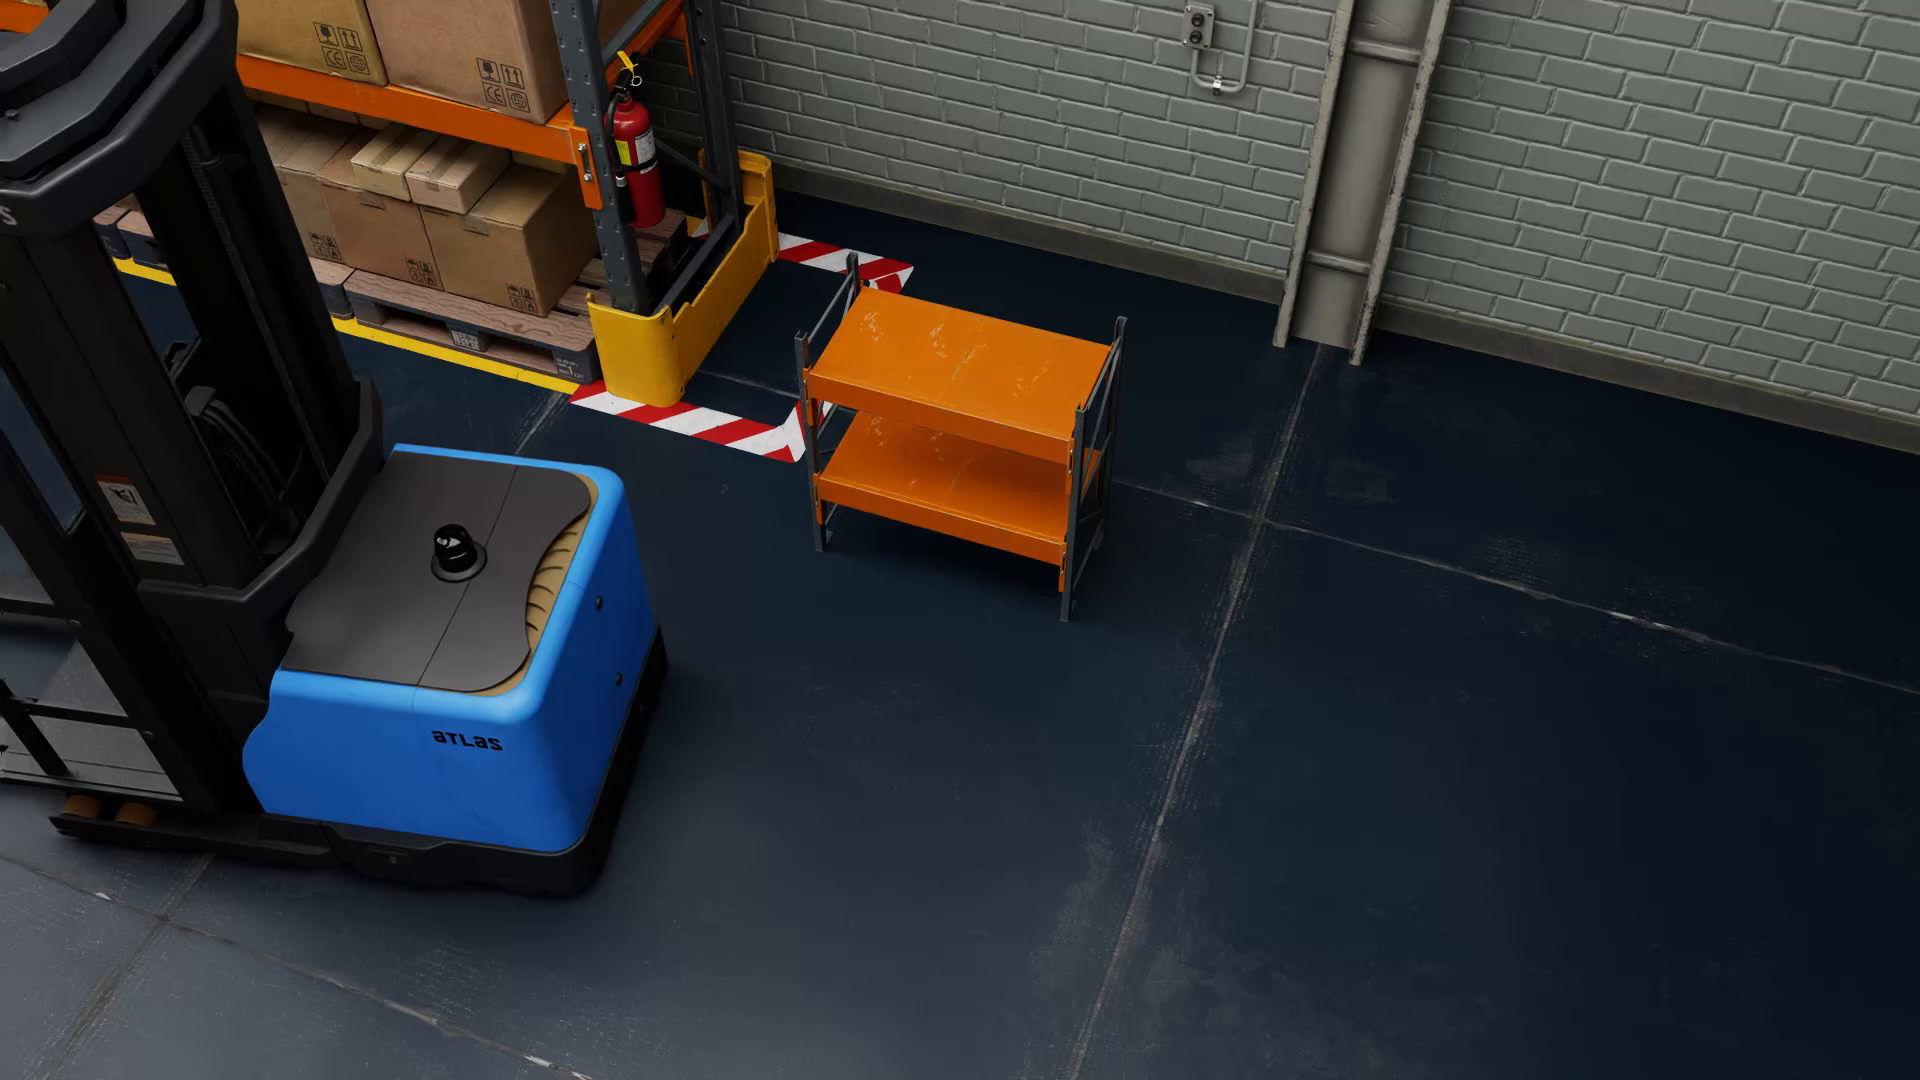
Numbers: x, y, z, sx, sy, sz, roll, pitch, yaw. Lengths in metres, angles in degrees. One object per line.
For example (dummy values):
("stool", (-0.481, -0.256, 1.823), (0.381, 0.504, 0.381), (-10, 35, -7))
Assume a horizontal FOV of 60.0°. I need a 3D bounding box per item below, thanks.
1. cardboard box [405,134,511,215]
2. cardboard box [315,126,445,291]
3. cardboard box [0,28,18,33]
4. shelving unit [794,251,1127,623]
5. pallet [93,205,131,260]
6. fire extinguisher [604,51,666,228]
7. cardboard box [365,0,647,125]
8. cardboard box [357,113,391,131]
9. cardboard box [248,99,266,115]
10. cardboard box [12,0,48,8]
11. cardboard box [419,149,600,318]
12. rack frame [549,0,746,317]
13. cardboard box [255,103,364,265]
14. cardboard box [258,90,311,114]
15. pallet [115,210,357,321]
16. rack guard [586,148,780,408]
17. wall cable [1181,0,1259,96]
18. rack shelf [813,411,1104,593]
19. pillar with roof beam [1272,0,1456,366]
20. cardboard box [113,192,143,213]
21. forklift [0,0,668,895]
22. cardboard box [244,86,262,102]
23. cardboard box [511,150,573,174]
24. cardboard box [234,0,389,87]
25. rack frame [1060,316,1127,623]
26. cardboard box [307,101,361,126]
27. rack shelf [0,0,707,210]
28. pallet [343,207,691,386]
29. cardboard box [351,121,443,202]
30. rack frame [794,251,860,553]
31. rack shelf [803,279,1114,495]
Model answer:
("cardboard box", (-2.085, -1.546, 6.918), (0.250, 0.149, 0.380), (15, 51, 13))
("cardboard box", (-2.371, -1.560, 7.360), (0.500, 0.500, 0.700), (15, 51, 13))
("cardboard box", (-4.363, -2.487, 7.734), (0.250, 0.149, 0.380), (15, 51, 13))
("shelving unit", (0.006, -0.367, 6.190), (1.048, 1.125, 0.538), (16, 51, 13))
("pallet", (-4.276, -1.877, 8.104), (1.213, 0.211, 1.003), (16, 51, 13))
("fire extinguisher", (-1.228, -1.484, 6.215), (0.183, 0.674, 0.296), (16, 51, 13))
("cardboard box", (-1.692, -2.222, 6.359), (0.700, 0.700, 0.980), (18, 51, 15))
("cardboard box", (-2.425, -1.948, 7.267), (0.250, 0.149, 0.380), (16, 51, 13))
("cardboard box", (-3.345, -1.826, 7.590), (0.500, 0.500, 0.700), (17, 51, 14))
("cardboard box", (-3.776, -2.795, 6.855), (0.700, 0.700, 0.980), (14, 51, 12))
("cardboard box", (-1.901, -1.429, 7.246), (0.500, 0.500, 0.700), (16, 51, 13))
("rack frame", (-1.210, -1.998, 6.363), (0.127, 3.000, 1.000), (16, 51, 13))
("cardboard box", (-2.843, -1.691, 7.474), (0.500, 0.500, 0.700), (14, 51, 12))
("cardboard box", (-2.905, -2.081, 7.382), (0.250, 0.149, 0.380), (16, 51, 13))
("pallet", (-3.128, -1.559, 7.828), (1.213, 0.211, 1.003), (16, 51, 13))
("rack guard", (-1.187, -1.173, 7.302), (0.348, 0.500, 1.175), (16, 51, 13))
("wall cable", (0.319, -2.666, 6.270), (1.851, 1.984, 0.084), (16, 51, 13))
("rack shelf", (0.006, -0.207, 6.375), (1.000, 0.278, 0.538), (16, 51, 13))
("pillar with roof beam", (0.131, -0.817, 1.370), (0.400, 9.000, 9.100), (16, 51, 13))
("cardboard box", (-3.826, -1.962, 7.708), (0.500, 0.500, 0.700), (15, 51, 13))
("forklift", (-2.637, -0.300, 4.937), (3.031, 2.935, 1.130), (7, 49, 6))
("cardboard box", (-3.142, -2.148, 7.440), (0.250, 0.149, 0.380), (15, 51, 12))
("cardboard box", (-1.715, -1.750, 7.096), (0.250, 0.149, 0.380), (16, 51, 13))
("cardboard box", (-2.378, -2.405, 6.518), (0.700, 0.700, 0.980), (15, 51, 13))
("rack frame", (0.483, -0.234, 6.075), (0.032, 1.125, 0.500), (16, 51, 13))
("cardboard box", (-2.664, -2.015, 7.325), (0.250, 0.149, 0.380), (16, 51, 14))
("rack shelf", (-3.086, -2.286, 7.089), (4.000, 0.370, 1.077), (16, 51, 13))
("pallet", (-1.987, -1.238, 7.550), (1.213, 0.211, 1.003), (16, 51, 13))
("cardboard box", (-2.325, -1.612, 6.976), (0.250, 0.149, 0.380), (17, 51, 14))
("rack frame", (-0.471, -0.500, 6.305), (0.032, 1.125, 0.500), (16, 51, 13))
("rack shelf", (0.006, -0.558, 5.969), (1.000, 0.278, 0.538), (16, 51, 13))
